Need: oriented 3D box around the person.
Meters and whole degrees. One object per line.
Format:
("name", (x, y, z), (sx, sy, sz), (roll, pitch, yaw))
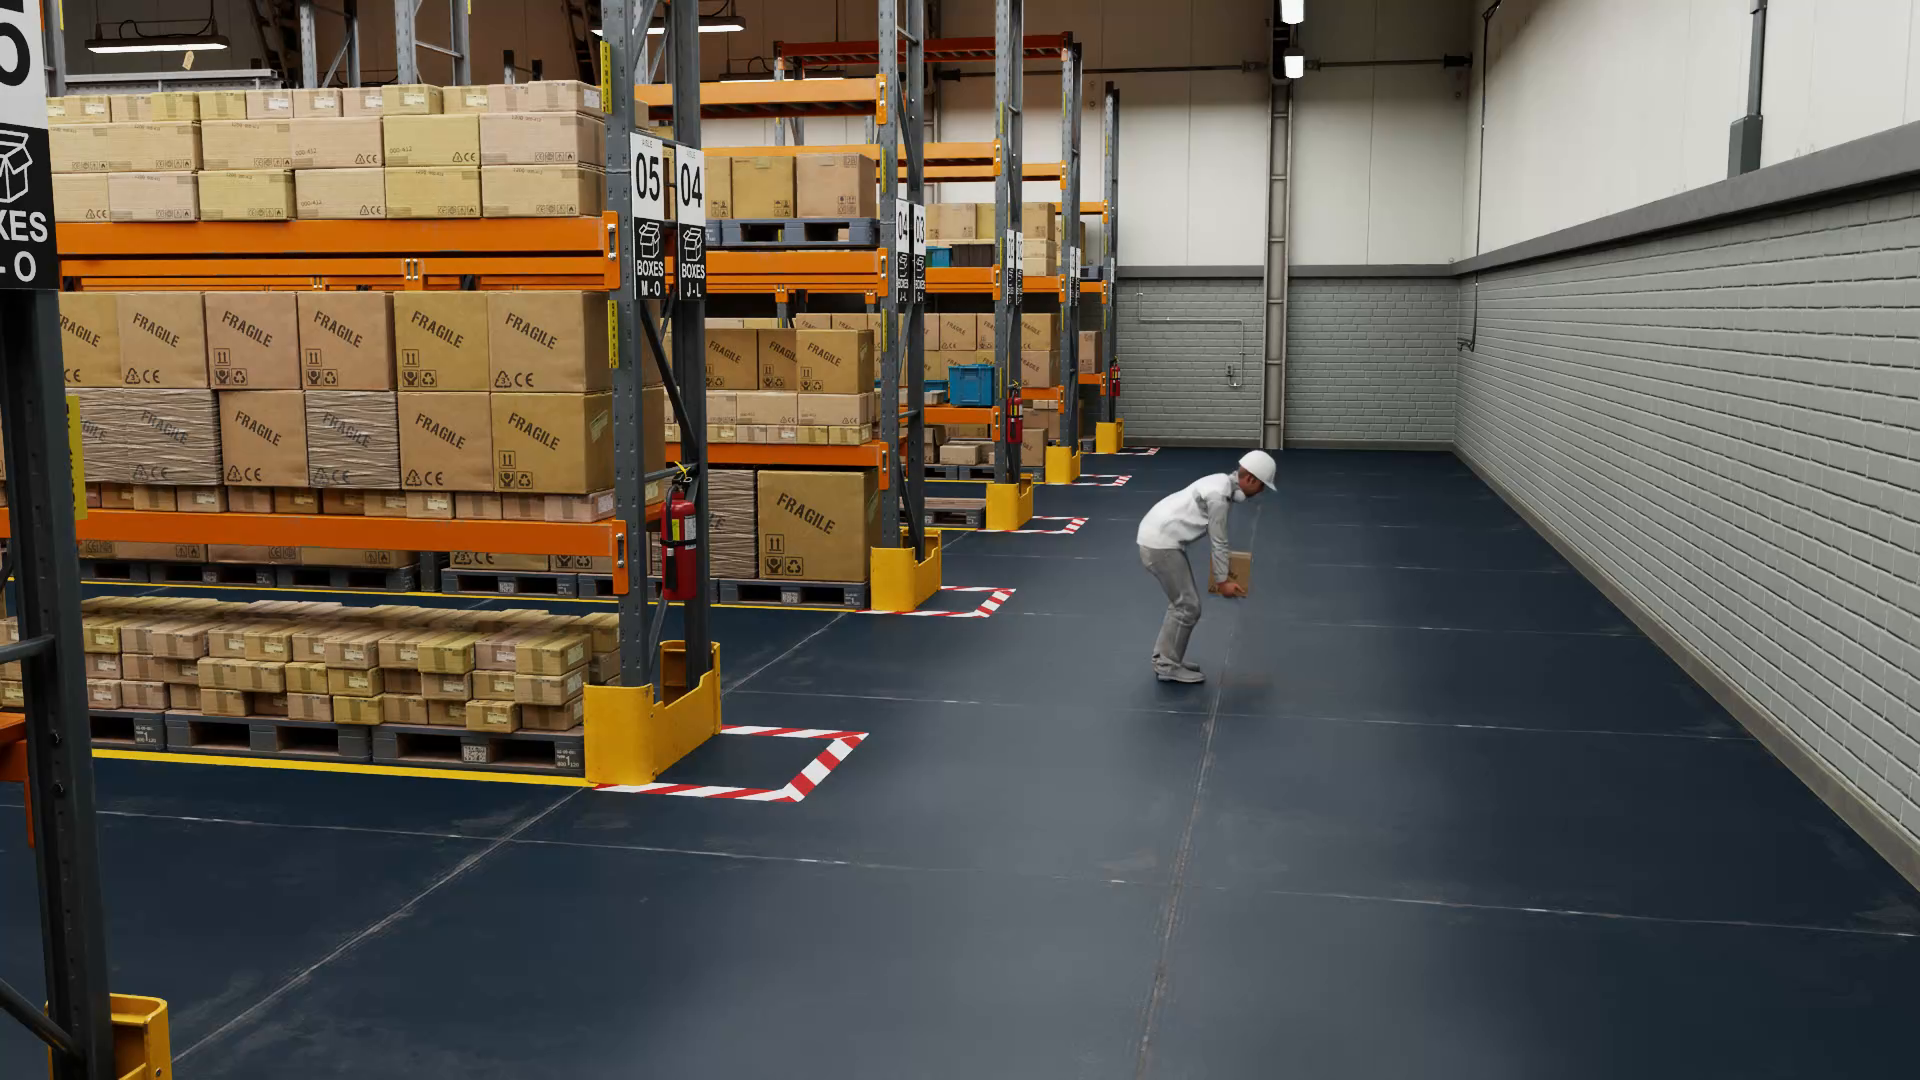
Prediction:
("person", (1.567, 0.161, 10.645), (0.870, 1.477, 0.467), (1, 8, 10))
